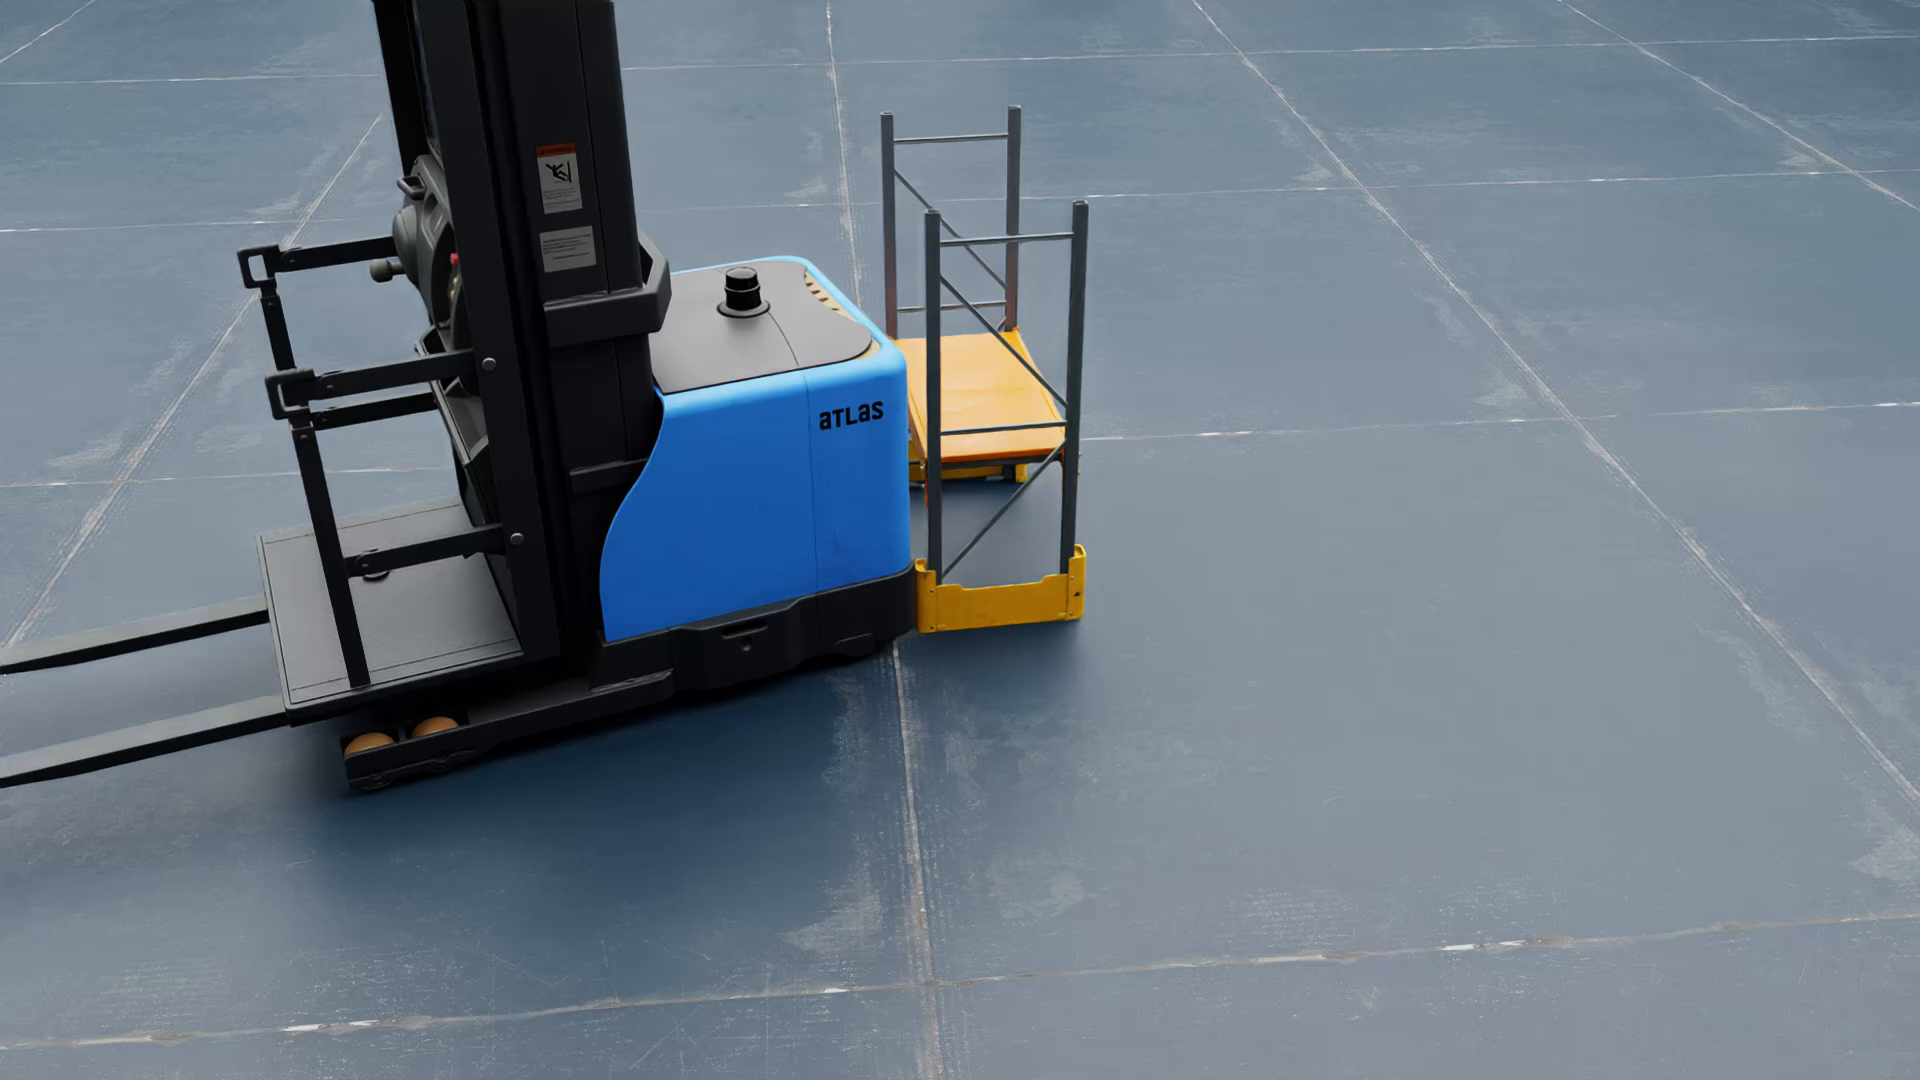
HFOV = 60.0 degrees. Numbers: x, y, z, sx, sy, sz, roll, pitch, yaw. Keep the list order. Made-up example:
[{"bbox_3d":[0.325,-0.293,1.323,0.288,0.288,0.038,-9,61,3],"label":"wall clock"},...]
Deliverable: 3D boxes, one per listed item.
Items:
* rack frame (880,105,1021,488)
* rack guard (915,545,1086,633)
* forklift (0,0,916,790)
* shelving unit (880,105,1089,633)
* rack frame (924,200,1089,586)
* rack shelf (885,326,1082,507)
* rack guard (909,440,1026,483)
[{"bbox_3d":[-0.032,-0.873,6.249,0.500,1.500,0.032,-5,31,-8],"label":"rack frame"},{"bbox_3d":[0.138,0.168,5.726,0.587,0.250,0.087,-5,31,-8],"label":"rack guard"},{"bbox_3d":[-1.712,-0.819,4.762,3.031,2.935,1.130,-13,33,-21],"label":"forklift"},{"bbox_3d":[0.053,-0.621,5.826,0.587,1.500,1.083,-5,31,-8],"label":"shelving unit"},{"bbox_3d":[0.141,-0.359,5.389,0.500,1.500,0.032,-5,31,-8],"label":"rack frame"},{"bbox_3d":[0.055,-0.462,5.911,0.538,0.185,1.000,-5,31,-8],"label":"rack shelf"},{"bbox_3d":[-0.032,-0.336,6.568,0.587,0.250,0.087,-5,31,-8],"label":"rack guard"}]
